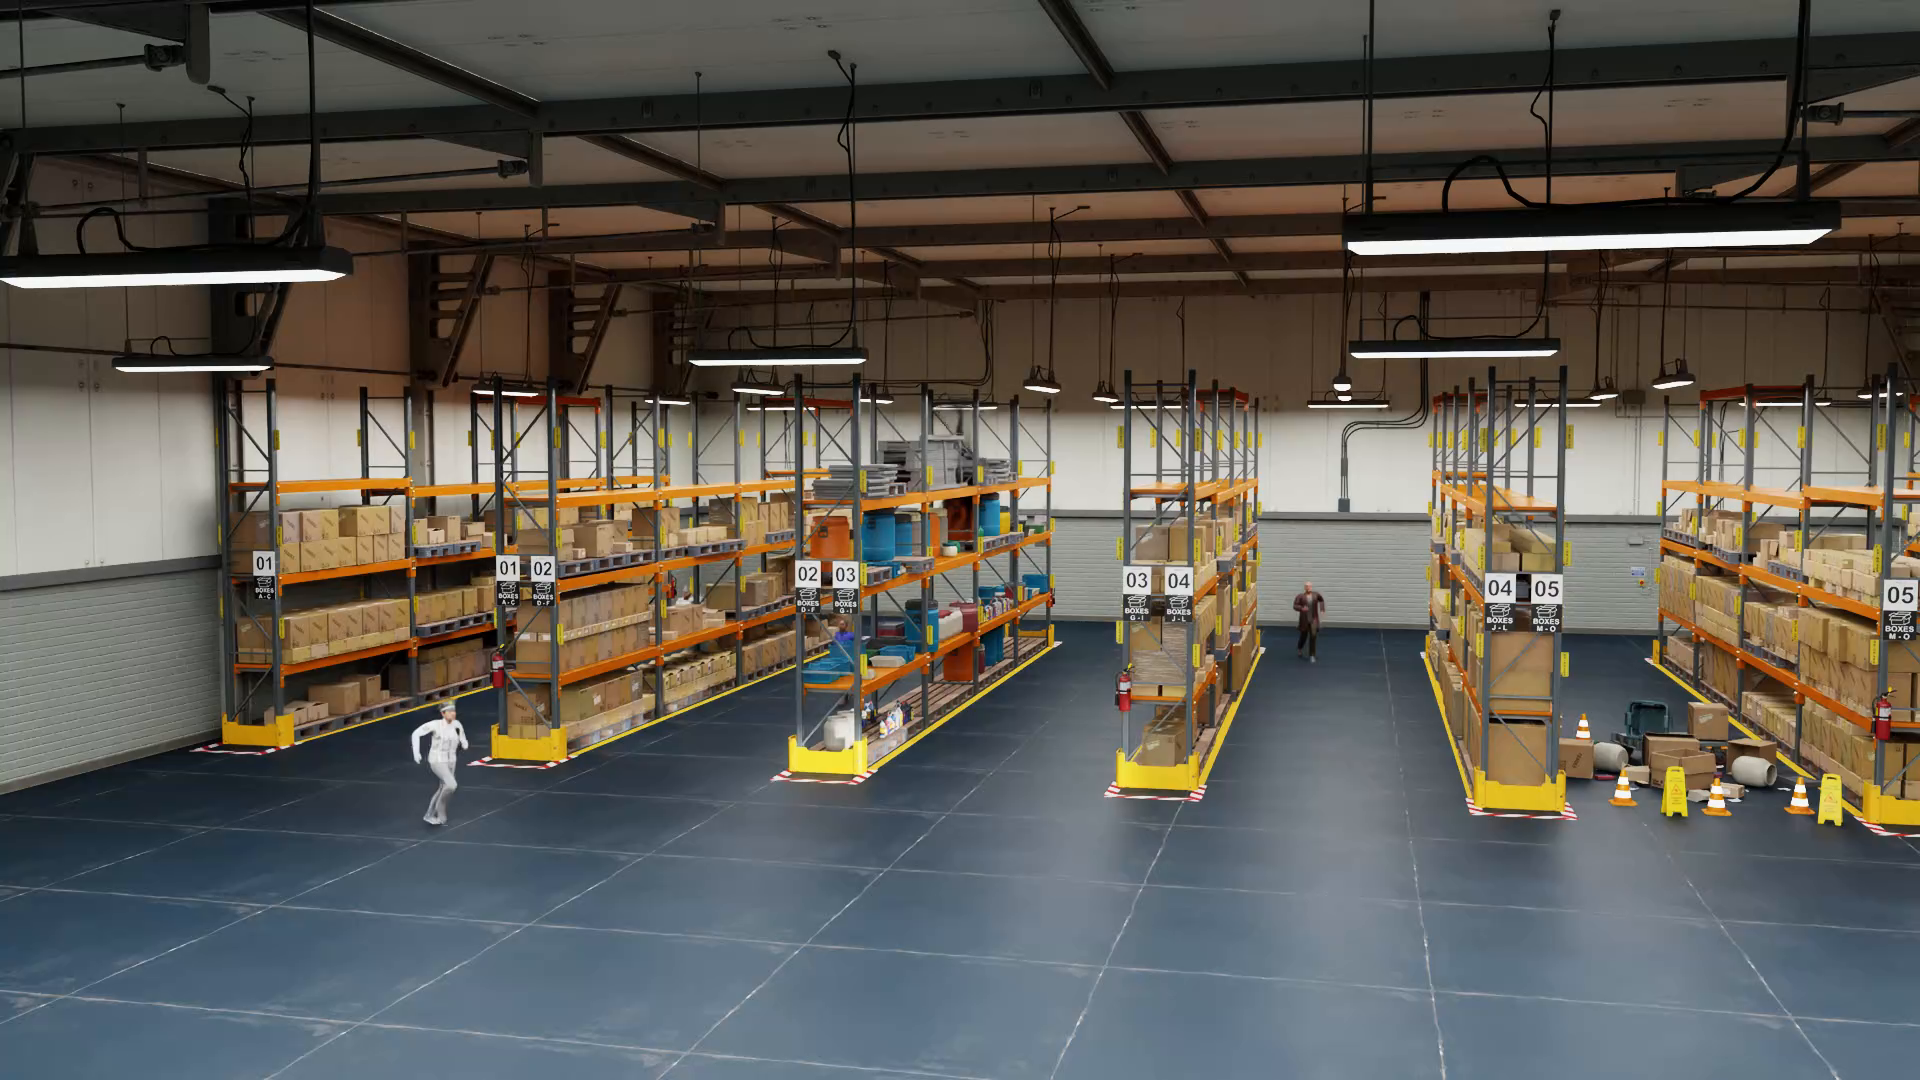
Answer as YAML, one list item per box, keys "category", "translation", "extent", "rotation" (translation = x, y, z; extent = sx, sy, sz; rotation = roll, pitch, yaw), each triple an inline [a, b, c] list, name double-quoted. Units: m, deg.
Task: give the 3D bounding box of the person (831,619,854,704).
- category: "person"
  translation: [-2.221, 2.310, 31.524]
  extent: [0.569, 1.616, 0.554]
  rotation: [1, 4, 21]

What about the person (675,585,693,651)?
- category: "person"
  translation: [-6.124, 1.895, 37.362]
  extent: [0.668, 1.767, 0.821]
  rotation: [1, 3, 10]

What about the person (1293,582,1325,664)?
- category: "person"
  translation: [7.910, 1.850, 37.730]
  extent: [0.725, 1.817, 1.042]
  rotation: [0, 3, 7]

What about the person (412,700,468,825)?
- category: "person"
  translation: [-6.650, 2.872, 21.429]
  extent: [0.731, 1.642, 0.645]
  rotation: [2, 4, 36]
